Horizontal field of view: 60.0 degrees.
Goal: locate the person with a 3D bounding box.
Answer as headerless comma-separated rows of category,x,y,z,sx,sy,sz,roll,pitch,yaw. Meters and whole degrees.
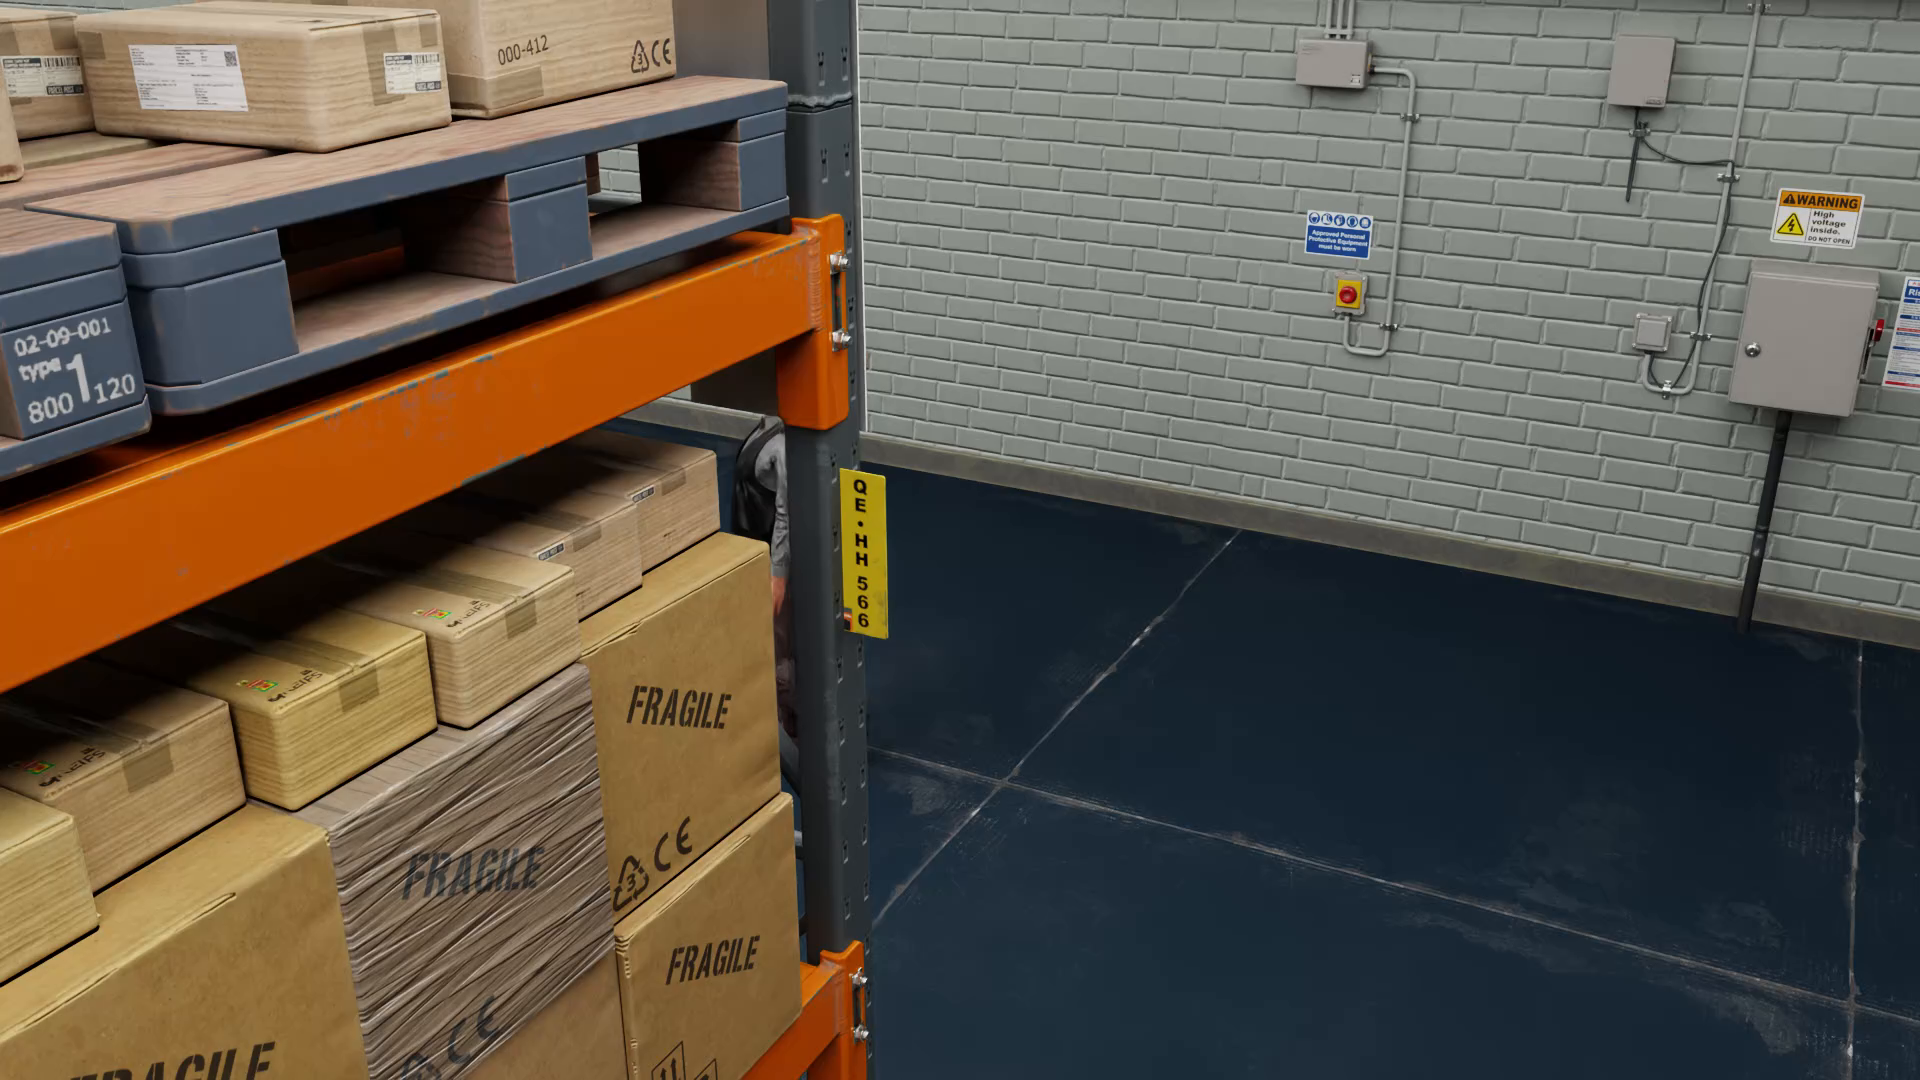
person,-0.681,0.093,6.388,0.562,1.723,0.571,-3,23,-8
